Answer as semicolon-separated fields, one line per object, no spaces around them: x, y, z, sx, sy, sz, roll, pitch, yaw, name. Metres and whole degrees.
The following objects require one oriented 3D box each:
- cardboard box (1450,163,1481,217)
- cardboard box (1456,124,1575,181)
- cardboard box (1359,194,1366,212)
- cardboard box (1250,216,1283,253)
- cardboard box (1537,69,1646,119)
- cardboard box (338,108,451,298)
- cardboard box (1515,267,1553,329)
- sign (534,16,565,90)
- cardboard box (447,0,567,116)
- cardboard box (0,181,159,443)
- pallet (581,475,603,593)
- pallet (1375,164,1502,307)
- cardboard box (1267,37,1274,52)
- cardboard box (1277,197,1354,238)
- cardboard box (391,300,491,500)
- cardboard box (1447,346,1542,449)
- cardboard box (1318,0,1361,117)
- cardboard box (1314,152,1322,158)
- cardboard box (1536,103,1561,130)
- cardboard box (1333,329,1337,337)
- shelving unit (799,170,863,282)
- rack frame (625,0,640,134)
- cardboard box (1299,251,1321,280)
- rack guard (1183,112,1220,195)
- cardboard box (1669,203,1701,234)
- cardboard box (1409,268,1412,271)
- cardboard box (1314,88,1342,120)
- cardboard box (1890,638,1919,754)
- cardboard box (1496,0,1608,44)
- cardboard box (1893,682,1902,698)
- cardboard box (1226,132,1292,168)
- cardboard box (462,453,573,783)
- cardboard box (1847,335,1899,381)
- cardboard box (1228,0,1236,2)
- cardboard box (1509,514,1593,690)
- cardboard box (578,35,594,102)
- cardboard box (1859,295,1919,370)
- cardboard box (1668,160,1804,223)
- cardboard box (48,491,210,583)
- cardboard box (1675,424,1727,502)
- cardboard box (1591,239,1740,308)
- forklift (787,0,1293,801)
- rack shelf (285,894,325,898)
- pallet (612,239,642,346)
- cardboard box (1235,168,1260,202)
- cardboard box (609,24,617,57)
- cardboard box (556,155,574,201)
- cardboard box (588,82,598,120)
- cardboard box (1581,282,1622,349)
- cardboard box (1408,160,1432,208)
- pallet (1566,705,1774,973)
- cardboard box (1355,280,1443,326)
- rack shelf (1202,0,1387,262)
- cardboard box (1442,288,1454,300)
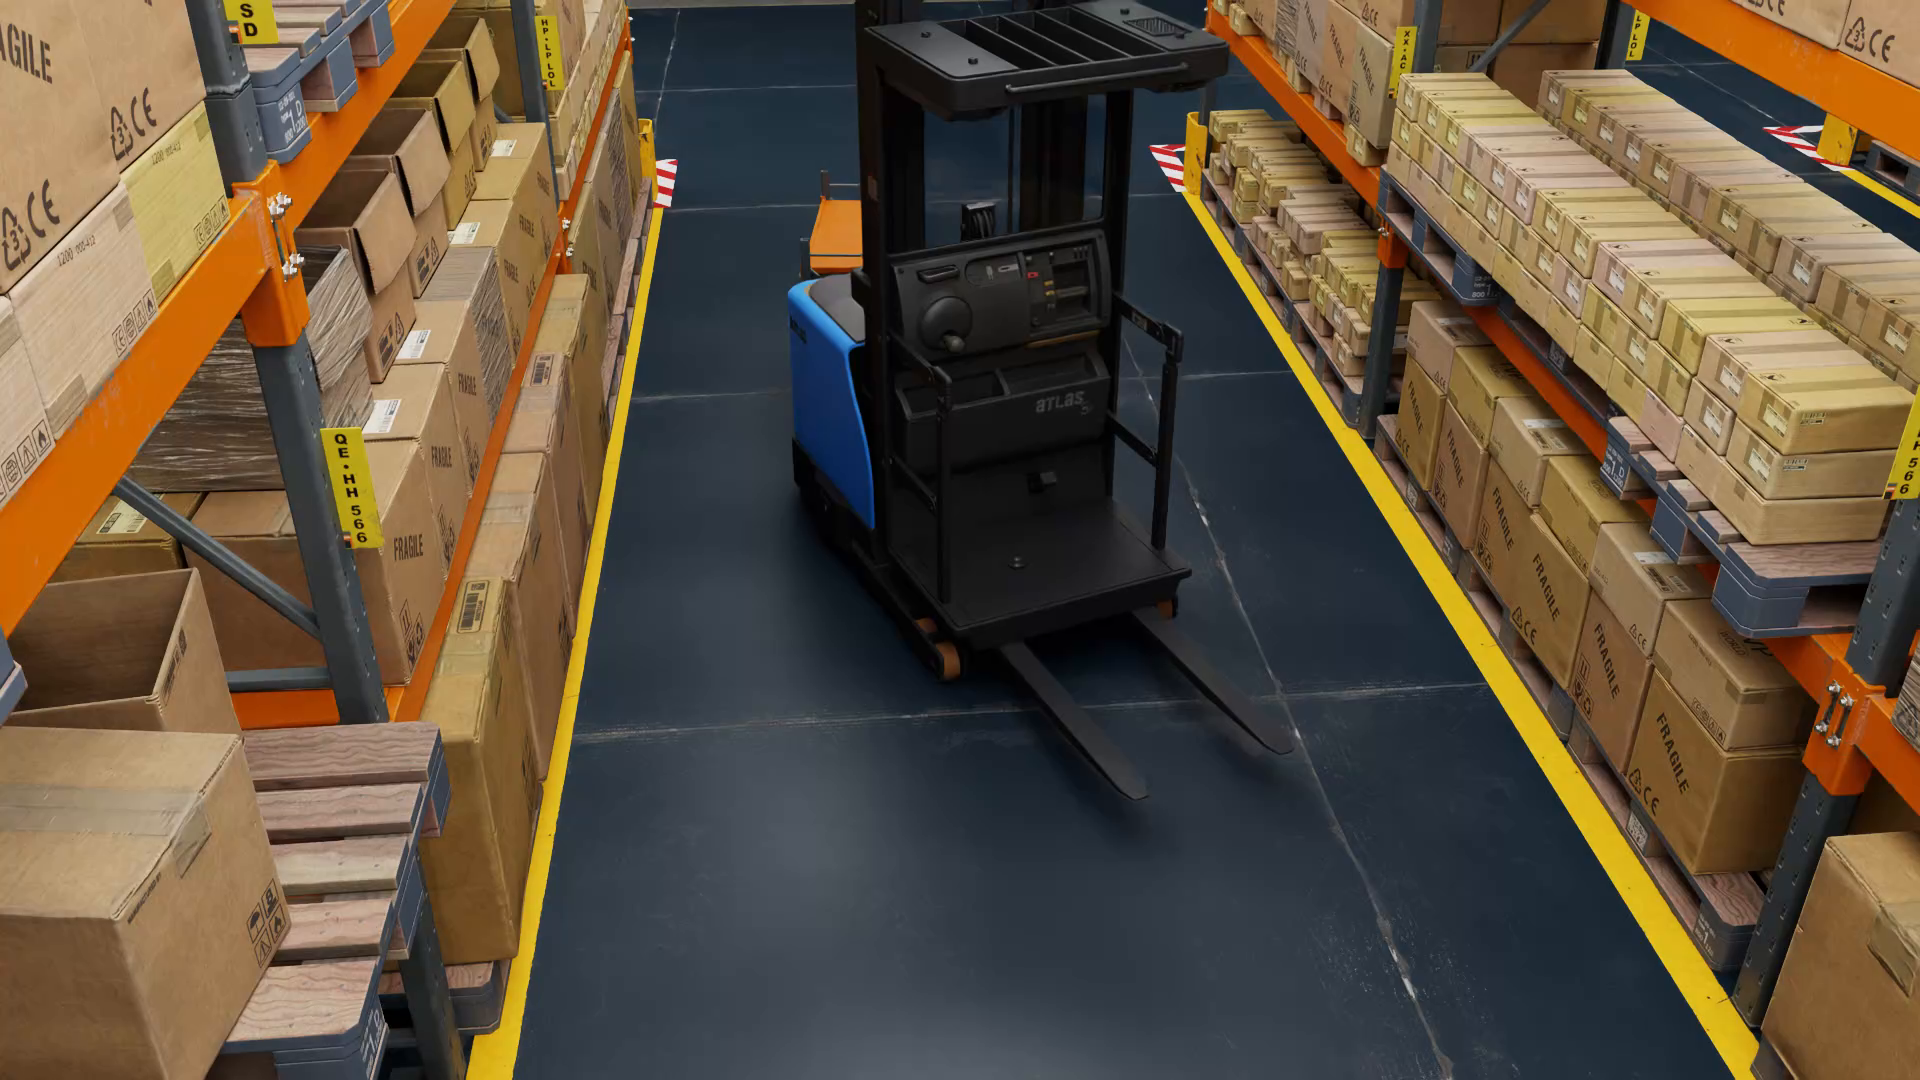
2.235;-1.436;6.774;0.380;0.149;0.250;-4;31;-7;cardboard box
2.234;-1.560;6.692;0.380;0.149;0.250;-3;31;-5;cardboard box
2.634;-2.052;10.051;0.380;0.149;0.250;-3;31;-4;cardboard box
2.043;-1.923;10.414;0.380;0.149;0.250;-4;31;-7;cardboard box
2.812;-1.988;7.408;0.380;0.149;0.250;-1;31;-2;cardboard box
-2.173;-1.150;5.675;0.797;0.503;0.637;-2;31;-3;cardboard box
2.307;-0.910;6.184;0.380;0.149;0.250;-4;31;-7;cardboard box
-1.828;-2.164;7.396;0.100;0.325;0.005;-3;31;-5;sign
-2.157;-2.312;7.820;0.500;0.500;0.500;-3;31;-5;cardboard box
-1.645;-0.367;2.661;0.500;0.250;0.500;-3;31;-5;cardboard box
-2.220;-0.082;7.682;1.003;0.211;1.213;-3;31;-5;pallet
2.507;-1.376;7.316;1.003;0.211;1.213;-3;31;-5;pallet
2.109;-3.076;10.219;0.380;0.149;0.250;-3;31;-5;cardboard box
2.093;-1.899;9.795;0.380;0.149;0.250;-4;31;-6;cardboard box
-1.870;-0.456;5.491;0.500;0.500;0.500;-3;31;-5;cardboard box
2.439;-0.623;7.165;0.500;0.250;0.500;-2;31;-3;cardboard box
2.207;-2.525;8.665;0.500;0.500;0.500;-4;31;-6;cardboard box
2.511;-2.590;11.242;0.380;0.149;0.250;-3;31;-6;cardboard box
2.814;-1.862;7.488;0.380;0.149;0.250;-2;31;-3;cardboard box
2.264;-1.133;9.092;0.380;0.149;0.250;-2;31;-3;cardboard box
-0.502;-1.214;8.686;0.538;1.125;1.048;1;31;1;shelving unit
-2.741;-3.712;11.039;1.000;3.000;0.127;-3;31;-5;rack frame
2.185;-1.621;9.619;0.380;0.149;0.250;-2;31;-3;cardboard box
2.214;-2.786;11.927;1.175;0.500;0.348;-3;31;-5;rack guard
2.941;-1.189;6.361;0.380;0.149;0.250;-3;31;-4;cardboard box
2.671;-1.526;9.460;0.380;0.149;0.250;-4;31;-7;cardboard box
2.168;-2.418;9.118;0.380;0.149;0.250;-4;31;-7;cardboard box
2.727;0.386;4.082;0.500;0.500;0.500;-2;31;-4;cardboard box
2.781;-2.698;7.979;0.500;0.500;0.500;-2;31;-3;cardboard box
3.131;0.394;5.463;0.500;0.250;0.500;-4;31;-7;cardboard box
1.959;-2.556;10.895;0.380;0.149;0.250;-3;31;-5;cardboard box
-2.113;0.296;5.992;1.225;0.875;0.875;-3;31;-4;cardboard box
3.053;-0.545;5.282;0.380;0.149;0.250;-4;31;-6;cardboard box
1.974;-3.826;10.843;0.500;0.500;0.500;-1;31;-2;cardboard box
2.522;0.221;6.482;0.500;0.500;0.500;-4;31;-7;cardboard box
-2.246;-2.504;8.873;0.500;0.250;0.500;-2;31;-3;cardboard box
3.058;-0.649;5.167;0.380;0.149;0.250;-3;31;-5;cardboard box
2.933;-1.323;6.294;0.380;0.149;0.250;-4;31;-7;cardboard box
-2.286;0.089;4.578;0.500;0.500;0.500;-2;31;-3;cardboard box
2.429;-0.243;5.067;0.380;0.149;0.250;-3;31;-5;cardboard box
2.361;-0.891;5.572;0.380;0.149;0.250;-3;31;-5;cardboard box
0.272;-0.936;6.458;1.130;2.935;3.031;-13;33;-21;forklift
-1.807;1.702;2.676;1.077;0.370;4.000;-3;31;-5;rack shelf
-2.478;-1.489;10.037;1.003;0.211;1.213;-3;31;-5;pallet
1.996;-2.303;10.761;0.380;0.149;0.250;-2;31;-3;cardboard box
-2.309;-3.049;10.175;0.380;0.149;0.250;-2;31;-4;cardboard box
-2.064;-1.729;7.964;0.380;0.149;0.250;-3;31;-4;cardboard box
-2.185;-2.391;9.072;0.380;0.149;0.250;-2;31;-4;cardboard box
2.357;-0.769;5.658;0.380;0.149;0.250;-3;31;-5;cardboard box
2.191;-1.564;7.278;0.380;0.149;0.250;-2;31;-4;cardboard box
2.883;0.985;5.896;1.003;0.211;1.213;-3;31;-5;pallet
2.288;-1.237;8.686;0.380;0.149;0.250;-2;31;-3;cardboard box
2.394;-2.568;9.826;1.077;0.370;4.000;-3;31;-5;rack shelf
2.755;-1.253;8.714;0.380;0.149;0.250;-2;31;-3;cardboard box
